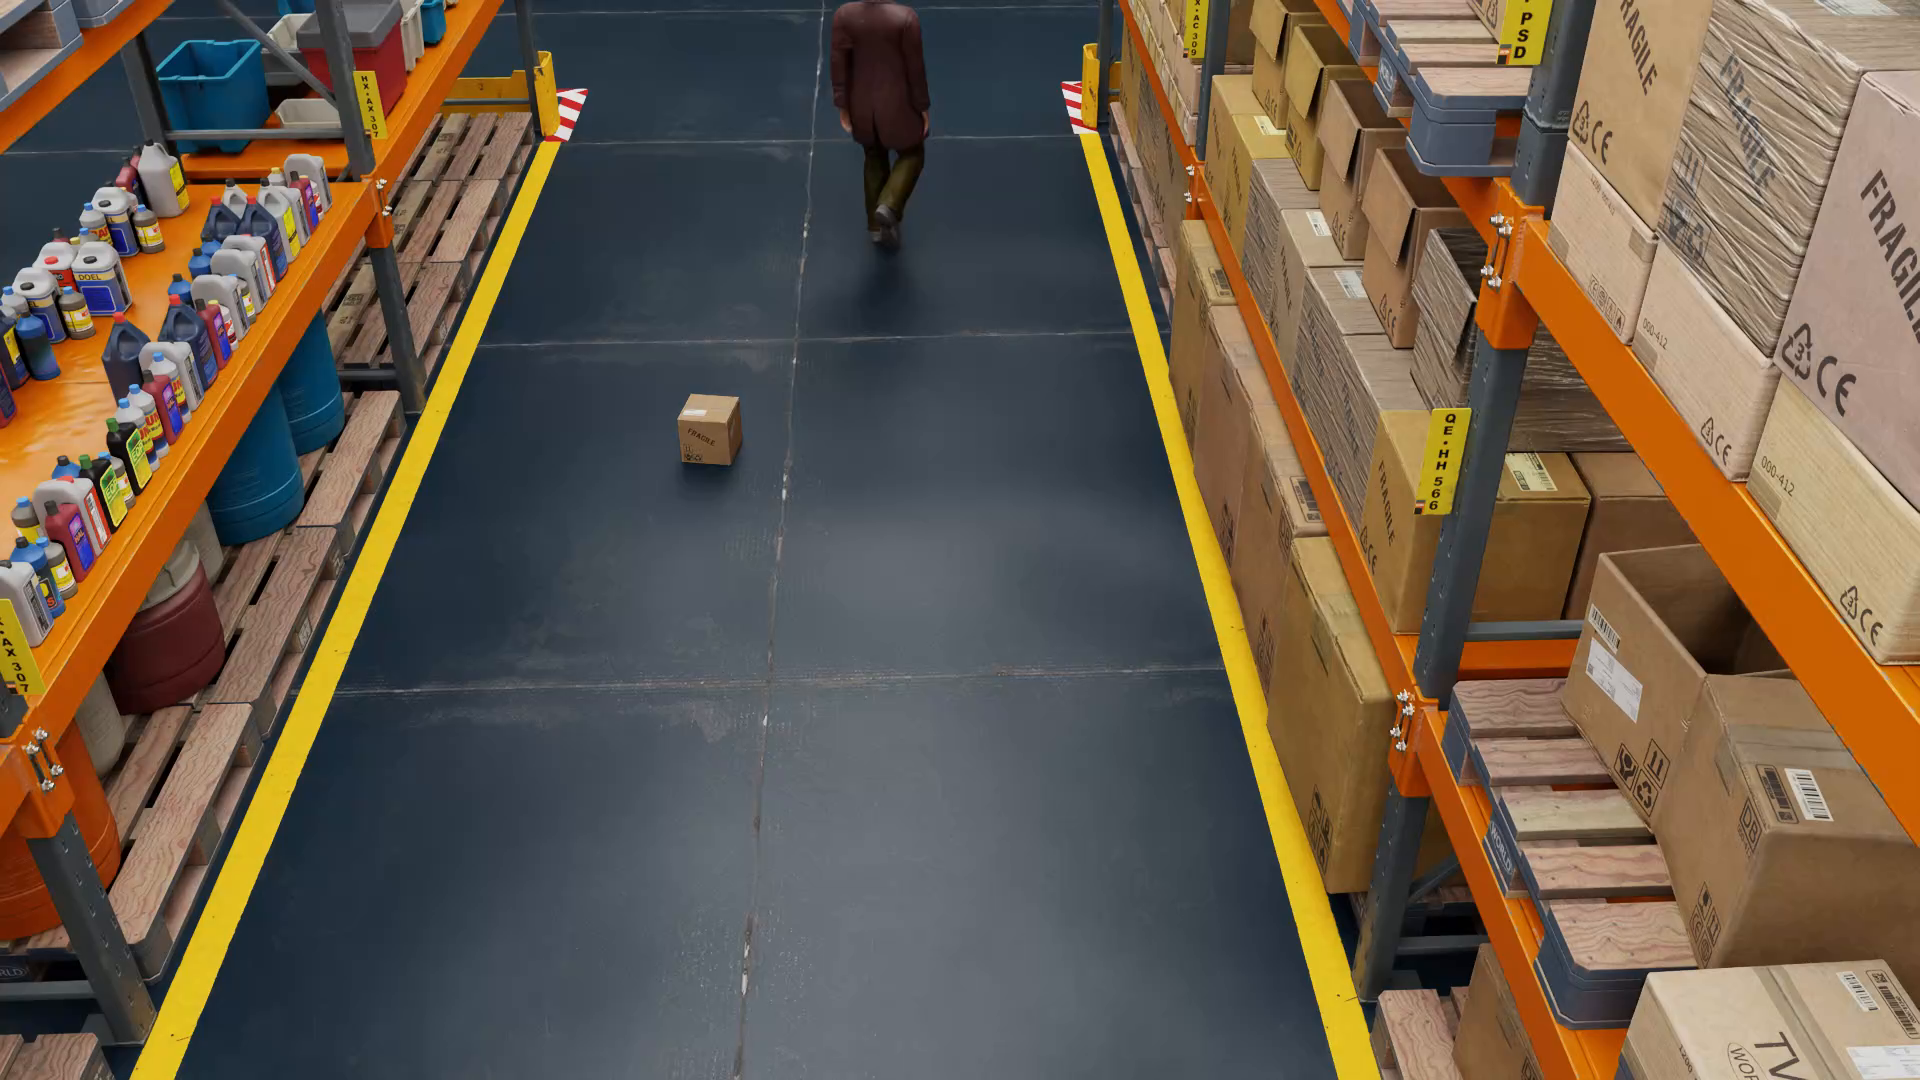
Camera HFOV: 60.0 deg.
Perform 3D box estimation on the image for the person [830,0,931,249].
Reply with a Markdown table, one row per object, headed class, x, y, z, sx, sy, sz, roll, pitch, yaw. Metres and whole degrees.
| class | x | y | z | sx | sy | sz | roll | pitch | yaw |
| --- | --- | --- | --- | --- | --- | --- | --- | --- | --- |
| person | -0.459 | -2.569 | 9.821 | 0.585 | 1.759 | 0.695 | 9 | 36 | 13 |
